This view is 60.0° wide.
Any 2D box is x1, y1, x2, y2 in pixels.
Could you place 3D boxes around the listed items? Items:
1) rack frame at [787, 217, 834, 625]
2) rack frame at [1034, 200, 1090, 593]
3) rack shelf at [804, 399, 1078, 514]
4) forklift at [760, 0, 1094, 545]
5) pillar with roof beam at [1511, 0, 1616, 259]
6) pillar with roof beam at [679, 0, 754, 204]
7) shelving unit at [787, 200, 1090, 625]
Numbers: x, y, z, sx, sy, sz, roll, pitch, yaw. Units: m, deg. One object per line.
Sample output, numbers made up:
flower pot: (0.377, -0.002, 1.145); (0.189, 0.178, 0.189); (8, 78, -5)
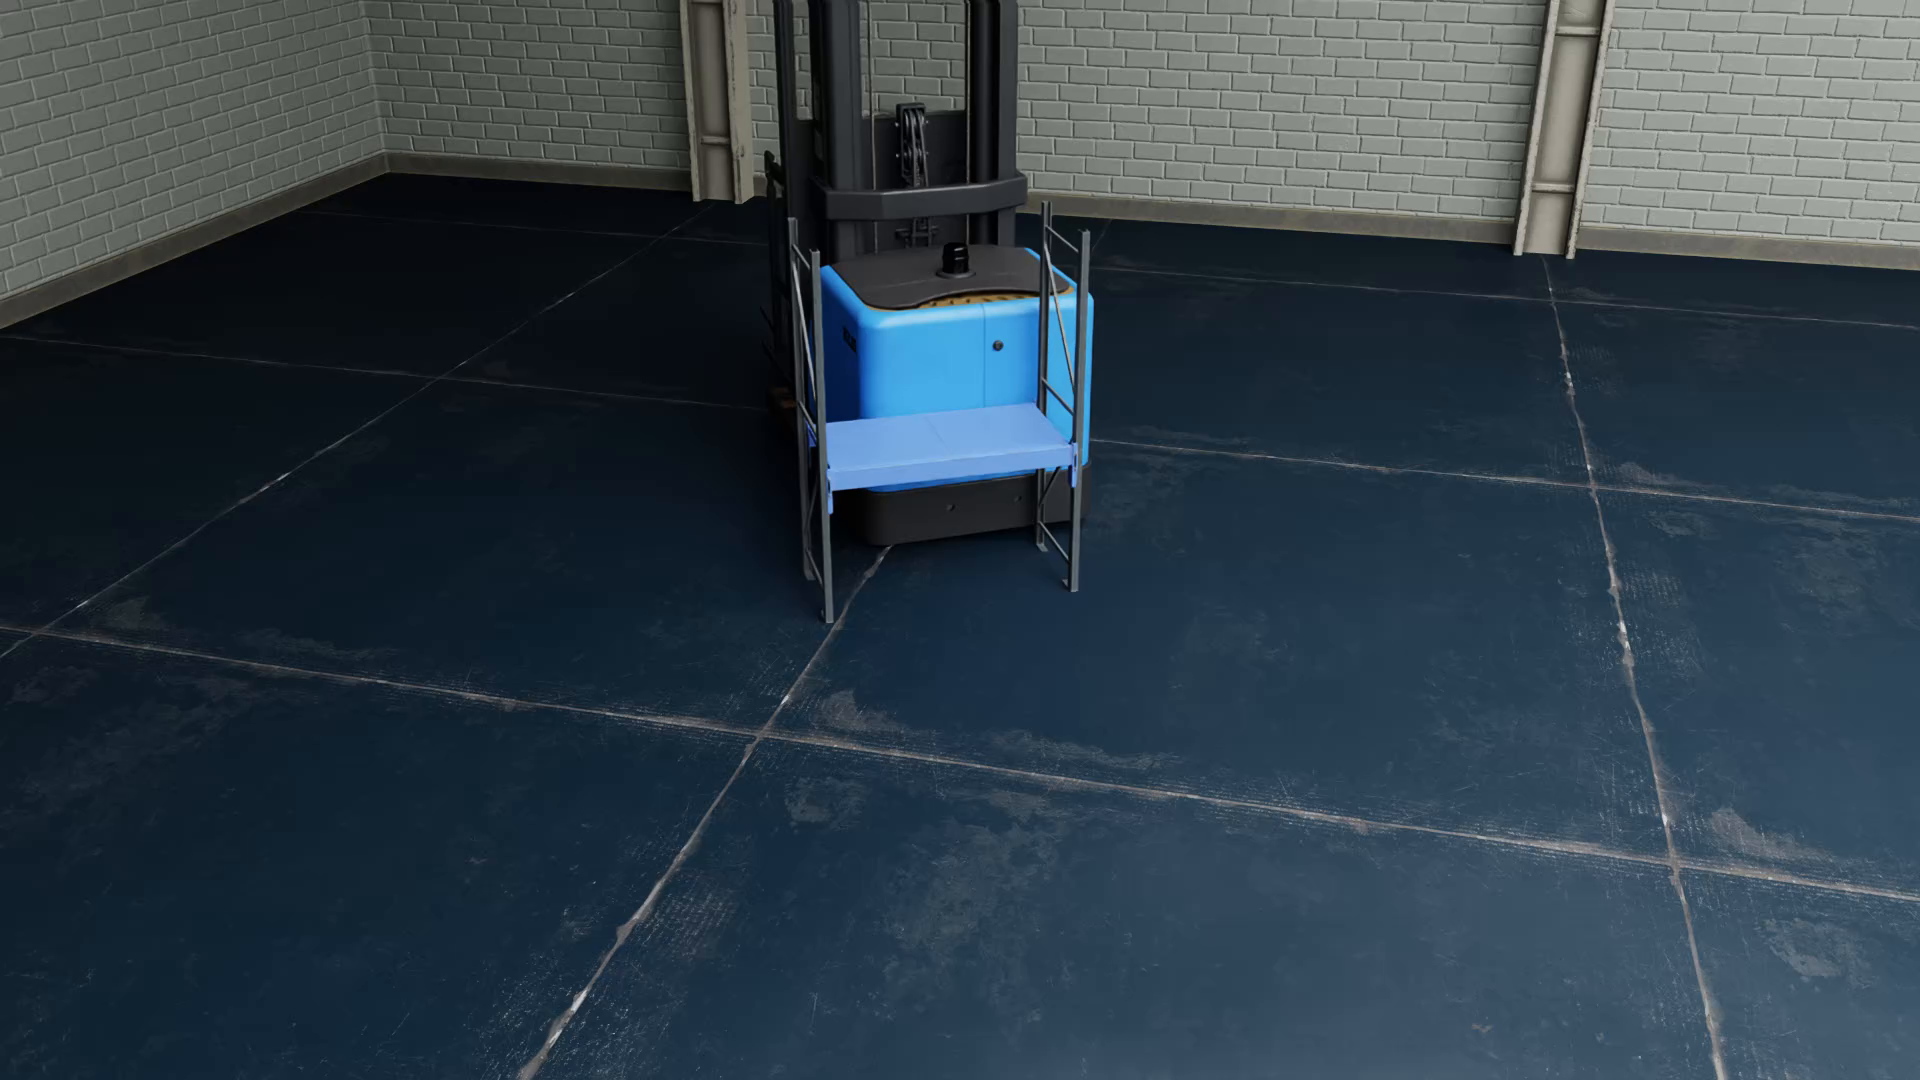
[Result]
rack frame: (-0.579, -0.449, 6.448); (0.032, 1.500, 0.500); (-7, 26, -14)
rack frame: (0.401, -0.564, 6.690); (0.032, 1.500, 0.500); (-7, 26, -14)
rack shelf: (-0.089, -0.344, 6.646); (1.000, 0.185, 0.538); (-7, 26, -14)
forklift: (-0.363, -1.911, 7.855); (1.130, 2.935, 3.031); (-8, 27, -16)
pillar with roof beam: (2.927, -4.257, 5.723); (0.400, 9.000, 9.100); (6, 26, 13)
pillar with roof beam: (-2.884, -4.899, 7.072); (0.400, 9.000, 9.100); (6, 26, 13)
shelving unit: (-0.089, -0.507, 6.569); (1.048, 1.500, 0.538); (-7, 26, -14)
